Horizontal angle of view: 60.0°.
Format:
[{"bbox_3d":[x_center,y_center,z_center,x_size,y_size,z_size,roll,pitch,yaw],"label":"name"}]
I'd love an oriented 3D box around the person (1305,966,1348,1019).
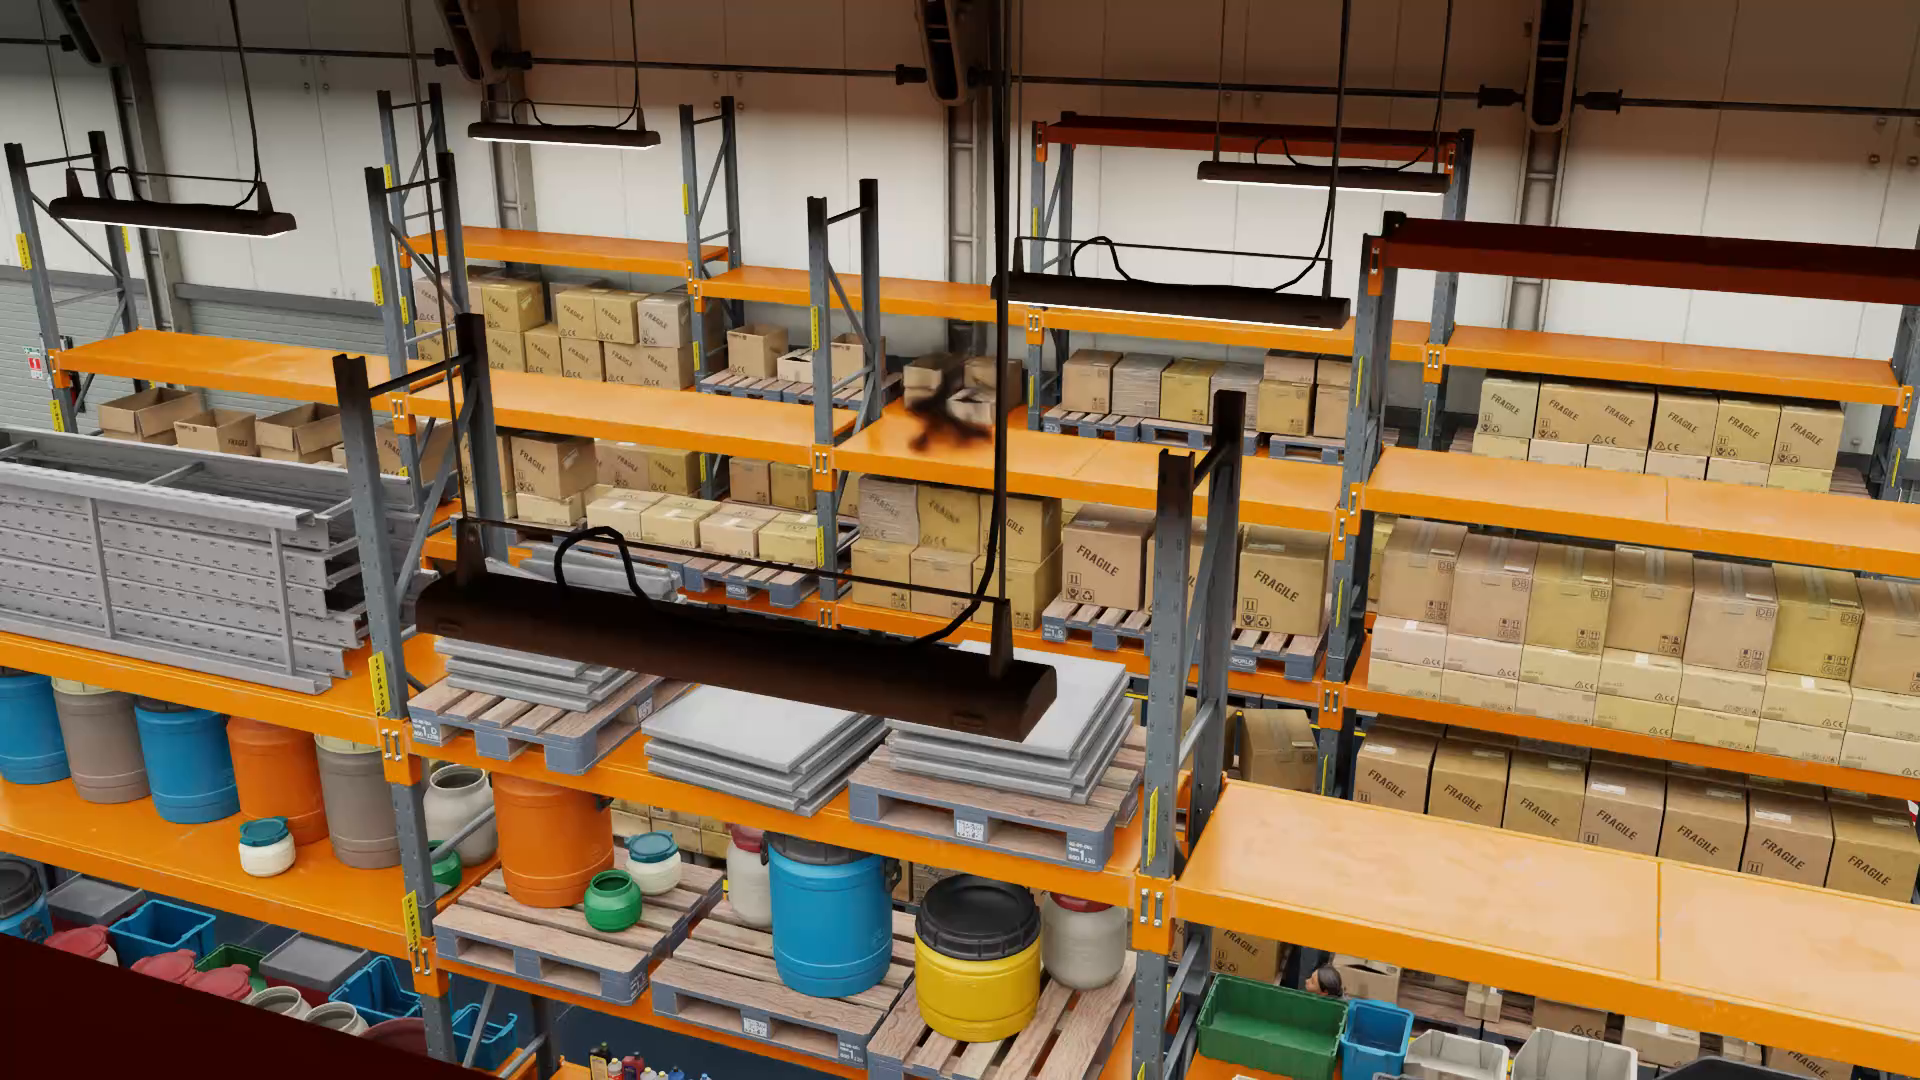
[{"bbox_3d":[2.395,3.500,10.938,0.702,1.609,0.608,5,21,12],"label":"person"}]
